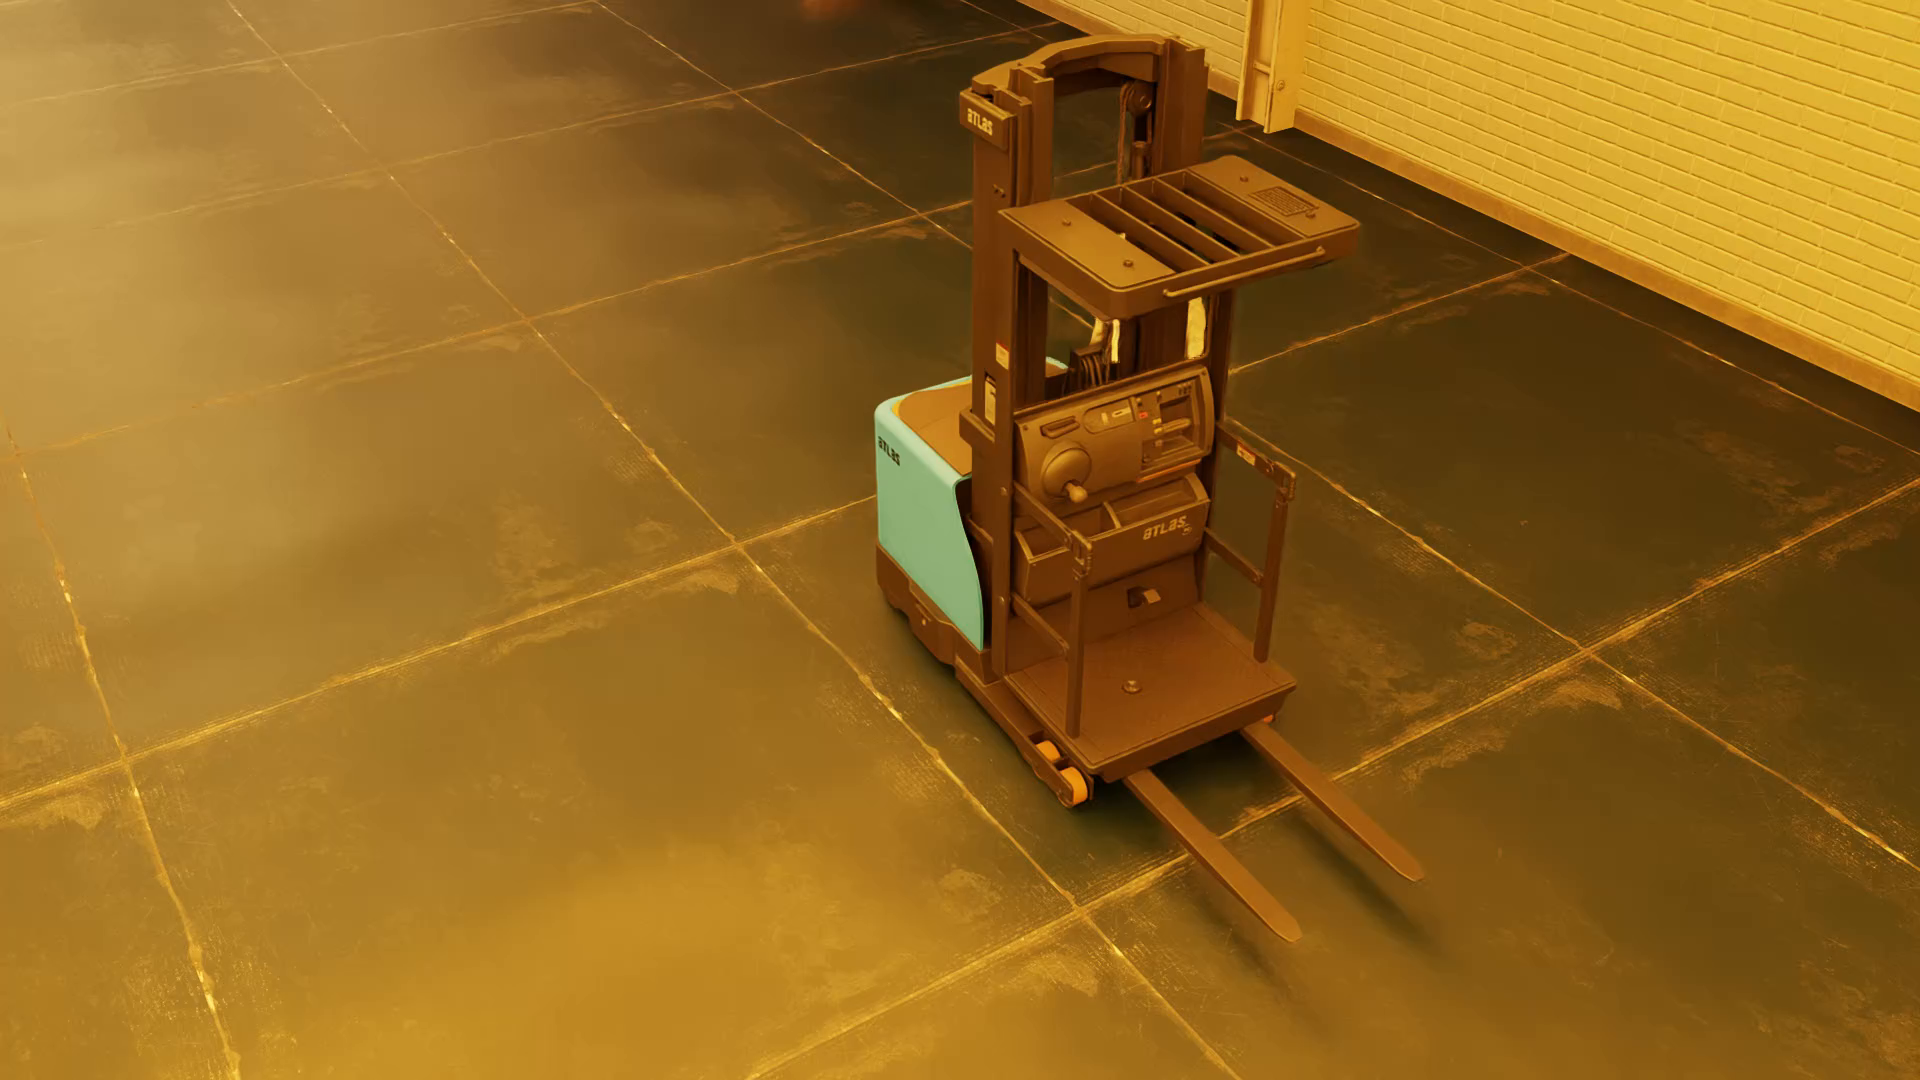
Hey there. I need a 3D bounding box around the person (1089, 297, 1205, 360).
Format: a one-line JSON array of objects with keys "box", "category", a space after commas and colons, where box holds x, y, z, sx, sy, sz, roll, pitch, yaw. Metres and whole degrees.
[{"box": [0.931, -0.855, 8.393, 0.751, 1.749, 0.420, 27, 43, 33], "category": "person"}]

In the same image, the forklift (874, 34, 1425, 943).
[{"box": [0.760, -0.369, 6.672, 1.130, 2.935, 3.031, -18, 39, -24], "category": "forklift"}]
